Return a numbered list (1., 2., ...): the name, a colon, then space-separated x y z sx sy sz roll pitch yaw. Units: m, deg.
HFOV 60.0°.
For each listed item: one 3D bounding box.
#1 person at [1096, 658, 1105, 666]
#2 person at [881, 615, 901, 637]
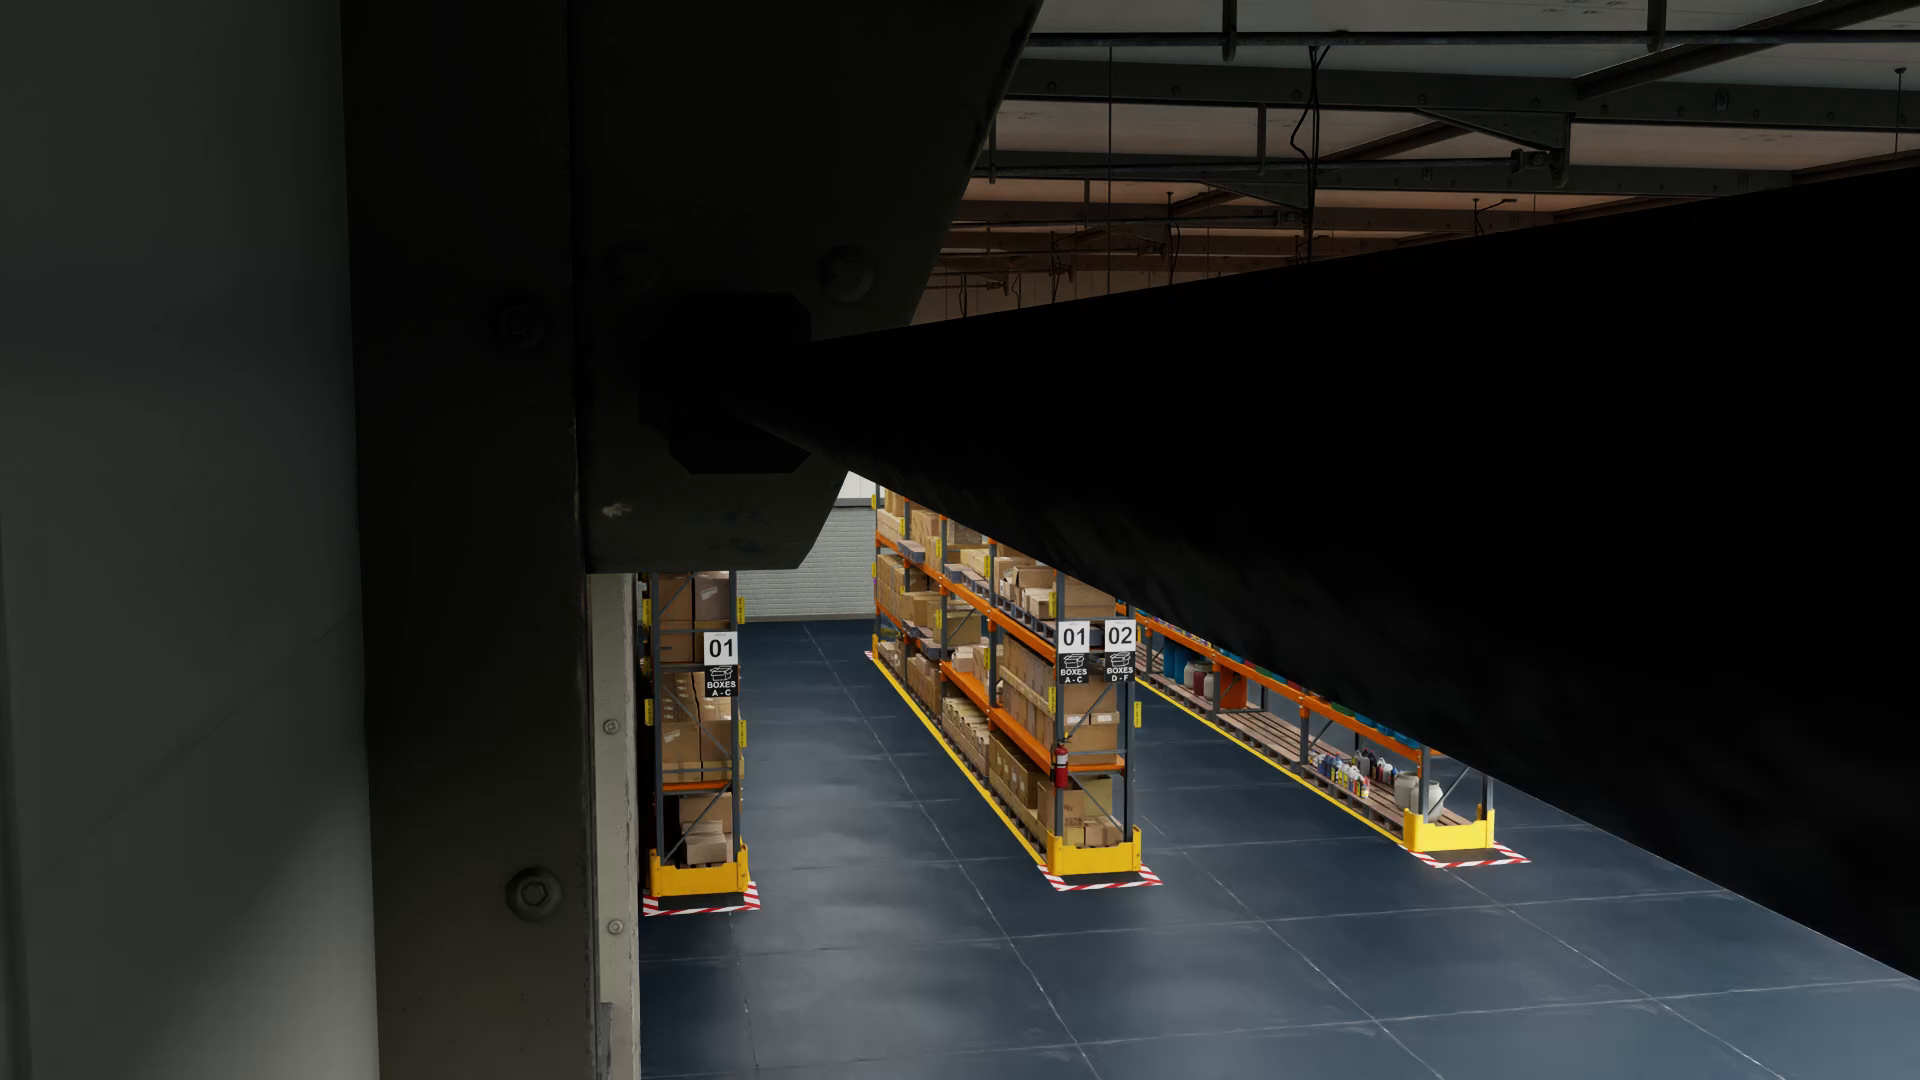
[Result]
1. person: 2.978 1.867 35.367 0.433 1.681 0.524 5 8 41
2. person: -1.578 1.404 39.490 0.583 1.698 1.109 -5 8 -40
